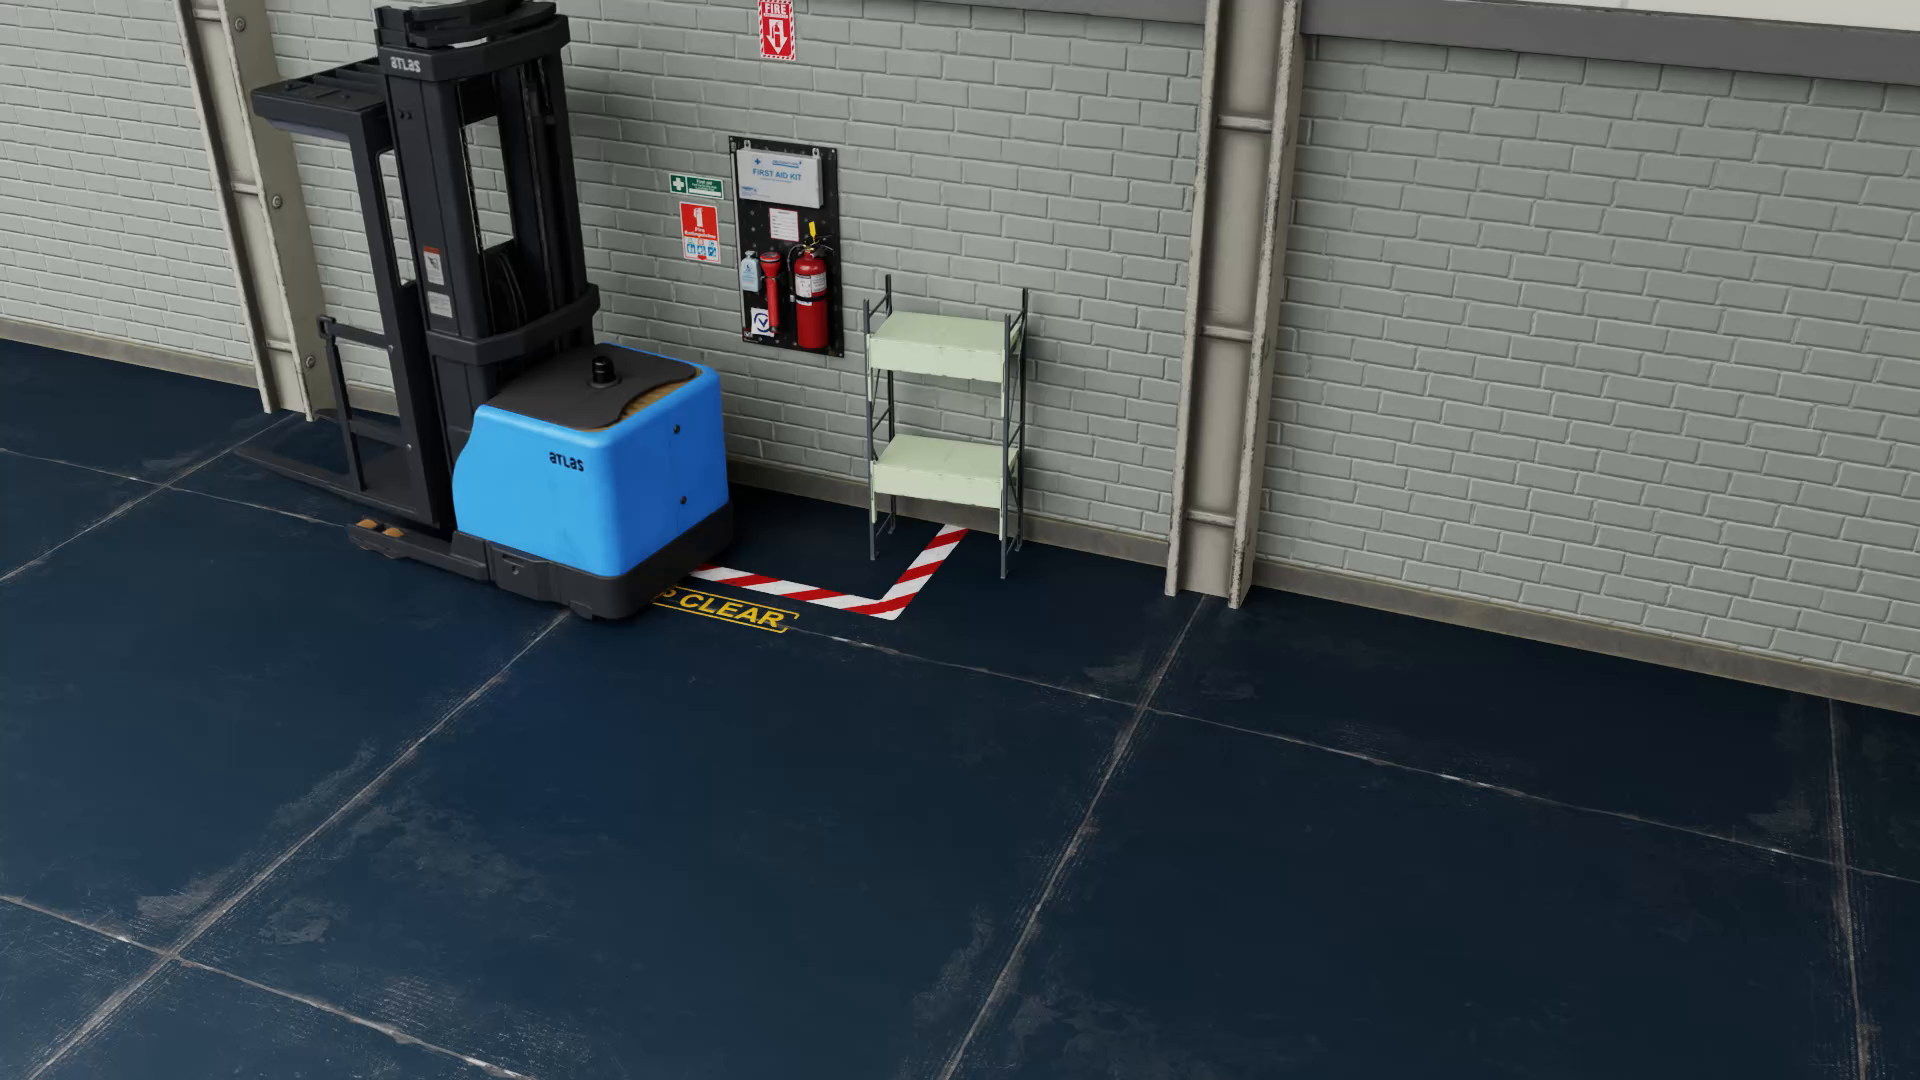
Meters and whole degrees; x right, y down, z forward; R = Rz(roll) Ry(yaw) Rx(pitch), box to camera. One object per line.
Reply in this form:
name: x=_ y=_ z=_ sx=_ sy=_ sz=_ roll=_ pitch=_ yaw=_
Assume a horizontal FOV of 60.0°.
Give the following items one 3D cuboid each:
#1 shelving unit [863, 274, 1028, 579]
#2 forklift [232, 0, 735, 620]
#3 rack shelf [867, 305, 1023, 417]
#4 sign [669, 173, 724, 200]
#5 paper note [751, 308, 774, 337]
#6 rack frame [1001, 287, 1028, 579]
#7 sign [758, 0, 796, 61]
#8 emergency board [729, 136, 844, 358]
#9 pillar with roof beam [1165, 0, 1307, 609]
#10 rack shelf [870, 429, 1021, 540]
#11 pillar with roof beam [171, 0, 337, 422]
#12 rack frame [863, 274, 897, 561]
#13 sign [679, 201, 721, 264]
shelving unit: x=-0.070 y=-0.587 z=8.765 sx=0.755 sy=1.500 sz=0.431 roll=8 pitch=30 yaw=14
forklift: x=-2.774 y=-1.384 z=8.720 sx=3.031 sy=2.935 sz=1.130 roll=15 pitch=33 yaw=25
rack shelf: x=-0.070 y=-0.927 z=8.573 sx=0.720 sy=0.370 sz=0.431 roll=8 pitch=30 yaw=14
sign: x=-1.431 y=-1.919 z=9.022 sx=0.331 sy=0.109 sz=0.001 roll=11 pitch=31 yaw=19
paper note: x=-1.097 y=-1.209 z=9.236 sx=0.142 sy=0.148 sz=0.016 roll=11 pitch=31 yaw=19
rack frame: x=0.283 y=-0.539 z=8.679 sx=0.023 sy=1.500 sz=0.400 roll=8 pitch=30 yaw=14
sign: x=-0.928 y=-2.585 z=8.419 sx=0.199 sy=0.298 sz=0.001 roll=11 pitch=31 yaw=19
emergency board: x=-0.958 y=-1.529 z=8.906 sx=0.643 sy=1.169 sz=0.194 roll=11 pitch=31 yaw=19
pillar with roof beam: x=-0.301 y=-1.703 z=3.117 sx=0.400 sy=9.000 sz=9.100 roll=11 pitch=31 yaw=19
rack shelf: x=-0.070 y=-0.304 z=8.926 sx=0.720 sy=0.370 sz=0.431 roll=8 pitch=30 yaw=14
pillar with roof beam: x=-5.861 y=-2.813 z=5.081 sx=0.400 sy=9.000 sz=9.100 roll=11 pitch=31 yaw=19
rack frame: x=-0.422 y=-0.636 z=8.851 sx=0.023 sy=1.500 sz=0.400 roll=8 pitch=30 yaw=14
sign: x=-1.432 y=-1.693 z=9.161 sx=0.234 sy=0.329 sz=0.001 roll=11 pitch=31 yaw=19
